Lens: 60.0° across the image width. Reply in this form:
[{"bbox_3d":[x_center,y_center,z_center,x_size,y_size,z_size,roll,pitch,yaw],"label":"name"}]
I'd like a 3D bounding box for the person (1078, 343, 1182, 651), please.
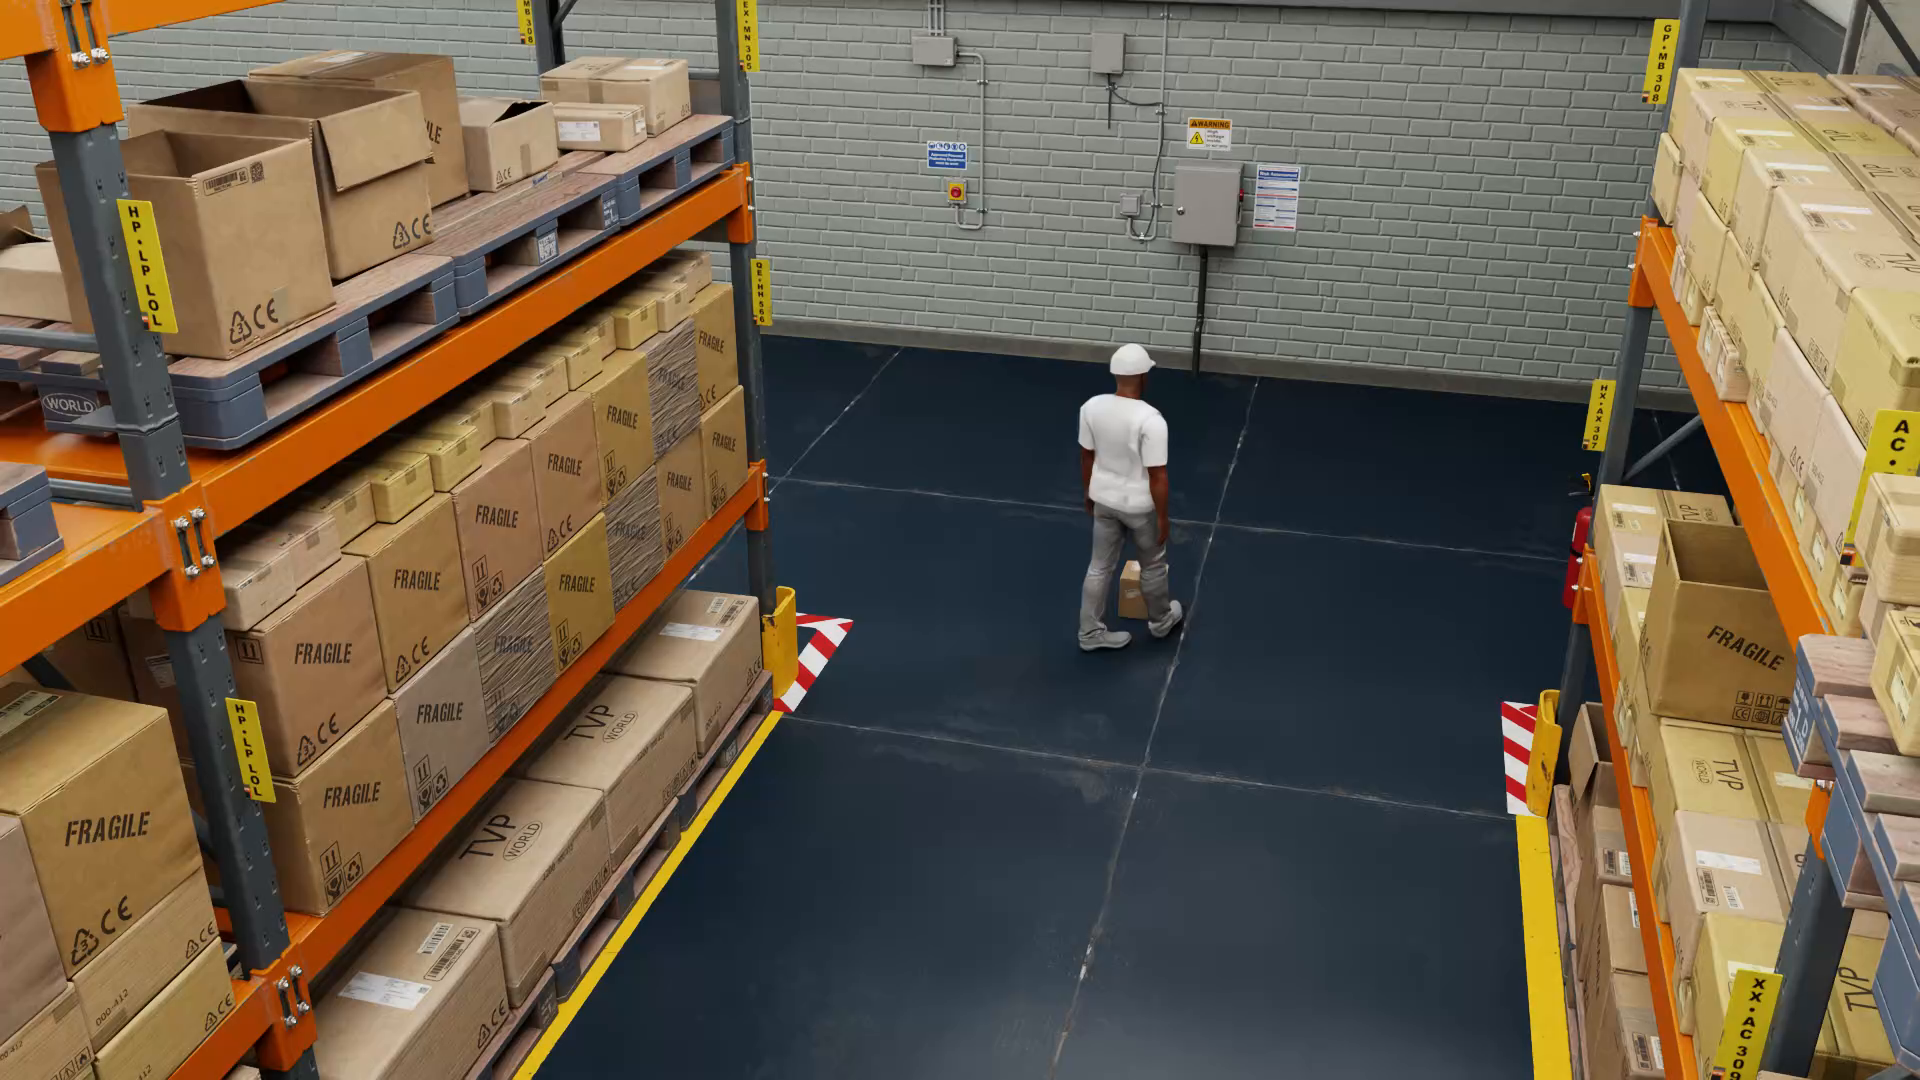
[{"bbox_3d":[0.978,-0.250,9.109,0.587,1.761,0.716,20,32,36],"label":"person"}]
